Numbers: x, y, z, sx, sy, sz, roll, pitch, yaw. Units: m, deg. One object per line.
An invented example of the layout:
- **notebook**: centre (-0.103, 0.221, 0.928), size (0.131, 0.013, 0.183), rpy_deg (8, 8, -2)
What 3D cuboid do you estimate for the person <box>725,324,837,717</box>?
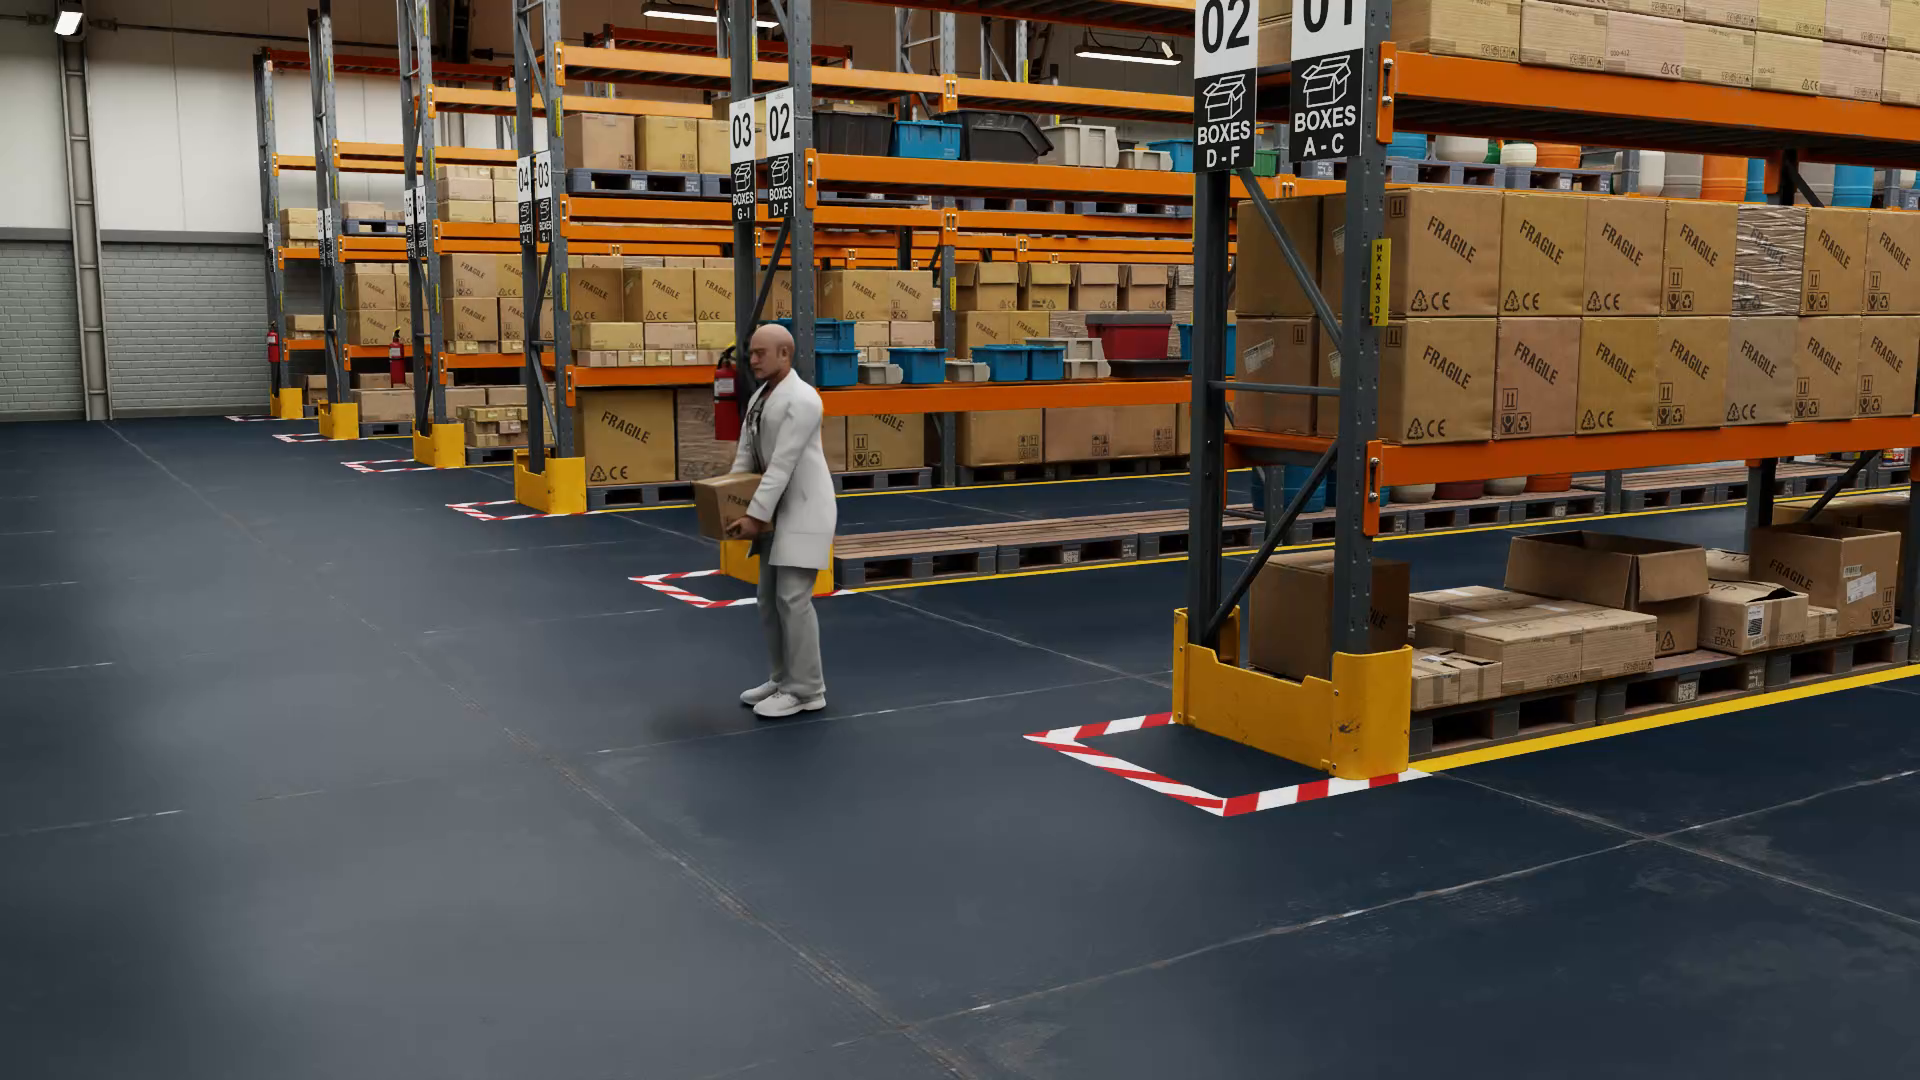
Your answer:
- **person**: centre (-0.855, -0.091, 7.575), size (0.582, 1.770, 0.529), rpy_deg (-5, 9, -32)
